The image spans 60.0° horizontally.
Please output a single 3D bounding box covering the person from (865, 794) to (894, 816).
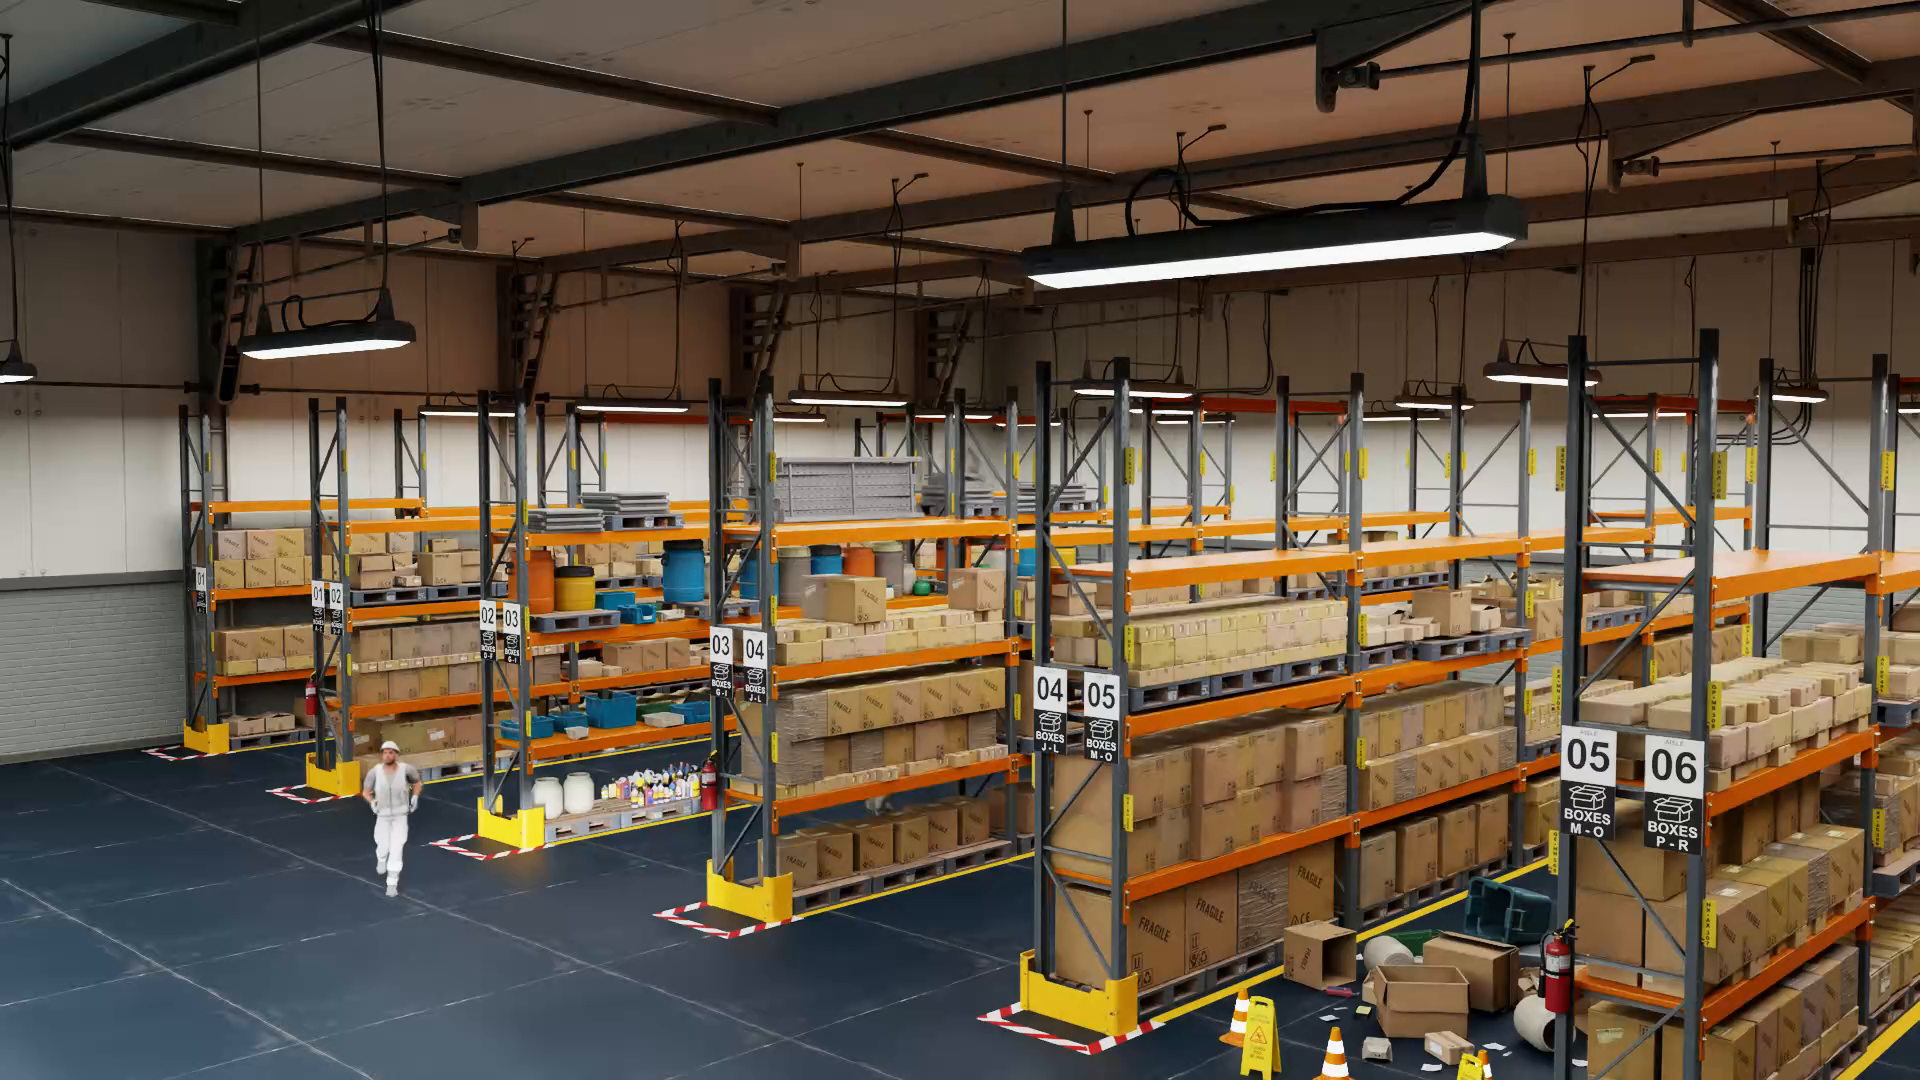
[{"bbox_3d":[-1.010,3.139,22.122,0.718,1.724,0.618,2,4,31],"label":"person"}]

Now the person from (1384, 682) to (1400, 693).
[{"bbox_3d":[6.549,2.973,25.360,0.574,1.741,0.808,2,4,34],"label":"person"}]

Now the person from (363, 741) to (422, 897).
[{"bbox_3d":[-6.716,3.252,19.686,0.664,1.780,0.873,-1,3,-15],"label":"person"}]
